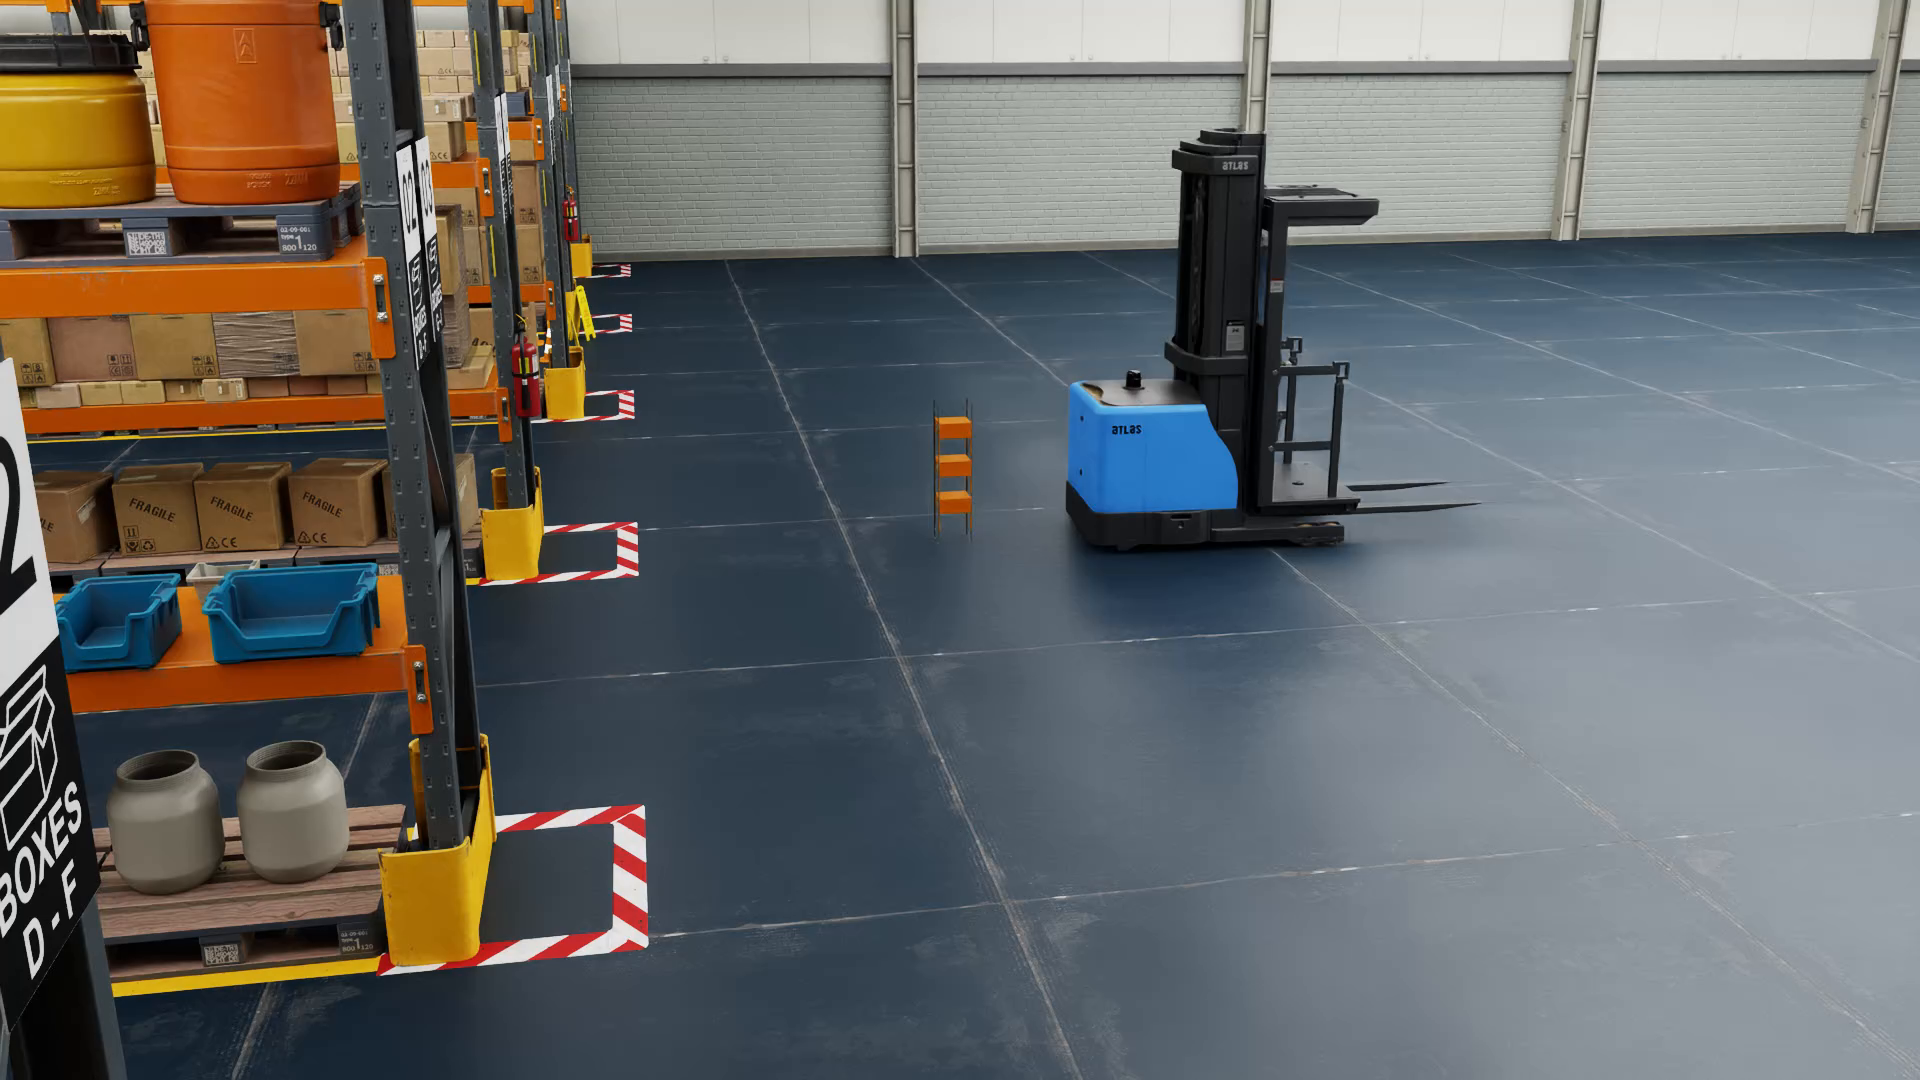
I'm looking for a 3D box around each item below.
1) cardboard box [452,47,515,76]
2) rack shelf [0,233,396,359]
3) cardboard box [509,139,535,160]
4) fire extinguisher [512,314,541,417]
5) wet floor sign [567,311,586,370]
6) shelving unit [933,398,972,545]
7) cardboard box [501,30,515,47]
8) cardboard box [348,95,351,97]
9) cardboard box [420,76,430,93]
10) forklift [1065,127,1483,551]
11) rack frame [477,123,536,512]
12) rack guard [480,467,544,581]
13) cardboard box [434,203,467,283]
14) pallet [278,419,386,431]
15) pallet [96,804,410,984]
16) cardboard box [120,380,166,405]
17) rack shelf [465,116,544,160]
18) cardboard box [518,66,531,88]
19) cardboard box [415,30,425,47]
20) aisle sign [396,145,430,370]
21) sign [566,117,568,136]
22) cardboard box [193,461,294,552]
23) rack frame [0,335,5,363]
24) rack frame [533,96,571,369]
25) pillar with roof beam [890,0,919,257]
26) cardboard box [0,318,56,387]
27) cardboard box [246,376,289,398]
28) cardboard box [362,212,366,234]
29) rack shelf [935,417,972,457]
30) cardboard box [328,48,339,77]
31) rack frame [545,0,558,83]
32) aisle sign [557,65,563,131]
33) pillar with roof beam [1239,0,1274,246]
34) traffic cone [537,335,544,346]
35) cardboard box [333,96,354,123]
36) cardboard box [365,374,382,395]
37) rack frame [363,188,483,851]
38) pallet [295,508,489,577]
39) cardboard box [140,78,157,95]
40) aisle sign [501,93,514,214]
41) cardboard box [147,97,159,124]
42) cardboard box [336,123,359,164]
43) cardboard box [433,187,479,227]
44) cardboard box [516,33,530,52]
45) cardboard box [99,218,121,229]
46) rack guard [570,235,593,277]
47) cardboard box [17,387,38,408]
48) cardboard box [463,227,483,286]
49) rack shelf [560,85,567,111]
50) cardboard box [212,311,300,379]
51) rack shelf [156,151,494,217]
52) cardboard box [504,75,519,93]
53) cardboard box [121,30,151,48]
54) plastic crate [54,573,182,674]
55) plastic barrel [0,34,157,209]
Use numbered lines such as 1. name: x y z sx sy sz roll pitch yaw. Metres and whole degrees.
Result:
1. cardboard box: -4.387 -4.413 15.325 0.500 0.250 0.500 -3 17 -10
2. rack shelf: -4.141 -0.883 6.195 4.000 0.370 1.077 -3 17 -10
3. cardboard box: -5.457 -4.766 20.339 0.500 0.500 0.700 -4 17 -12
4. fire extinguisher: -2.918 -1.169 11.141 0.183 0.674 0.296 -3 17 -10
5. wet floor sign: -4.306 -2.215 18.424 0.232 0.644 0.267 -6 18 -20
6. shelving unit: -0.053 -0.499 12.148 0.252 1.050 0.215 -3 17 -10
7. cardboard box: -4.225 -4.595 15.238 0.250 0.149 0.380 -3 17 -10
8. cardboard box: -3.929 -2.900 11.113 0.250 0.149 0.380 -4 17 -11
9. cardboard box: -4.969 -4.172 15.219 0.250 0.149 0.380 -3 17 -10
10. forklift: 2.373 -1.501 12.207 3.031 2.935 1.130 -2 17 -8
11. rack frame: -3.117 -1.332 11.541 0.127 3.000 1.000 -3 17 -10
12. rack guard: -3.192 -0.133 11.894 0.348 0.500 1.175 -3 17 -10
13. cardboard box: -3.709 -2.048 11.492 0.500 0.500 0.500 -3 17 -10
14. pallet: -5.925 -1.301 16.188 1.213 0.211 1.003 -3 17 -10
15. pallet: -3.042 1.490 7.101 1.213 0.211 1.003 -3 17 -10
16. cardboard box: -5.306 -1.002 10.894 0.250 0.149 0.380 -3 17 -10
17. rack shelf: -5.923 -3.746 15.517 4.000 0.370 1.077 -3 17 -10
18. cardboard box: -5.449 -5.587 20.034 0.500 0.250 0.500 -3 17 -11
19. cardboard box: -4.976 -4.552 15.099 0.250 0.149 0.380 -3 17 -10
20. aisle sign: -2.051 -1.066 6.245 0.004 0.787 0.394 -3 17 -10
21. sign: -5.853 -6.129 24.784 0.005 0.325 0.100 -3 17 -10
22. cardboard box: -4.932 -0.236 11.512 0.500 0.500 0.500 -2 17 -5
23. rack frame: -1.242 -1.344 1.362 0.127 3.000 1.000 -3 17 -10
24. rack frame: -3.959 -2.768 16.215 0.127 3.000 1.000 -3 17 -10
25. pillar with roof beam: -0.090 -7.802 22.387 0.400 9.000 9.100 -3 17 -10
26. cardboard box: -6.094 -1.325 10.838 0.500 0.500 0.875 -3 17 -10
27. cardboard box: -4.582 -1.063 11.090 0.250 0.149 0.380 -3 17 -10
28. cardboard box: -4.100 -1.869 10.908 0.500 0.500 0.500 -3 17 -10
29. rack shelf: -0.053 -0.760 12.068 0.240 0.259 0.215 -3 17 -10
30. cardboard box: -5.866 -4.330 15.054 0.500 0.250 0.500 -3 17 -10
31. rack frame: -4.997 -7.057 19.961 0.127 3.000 1.000 -3 17 -10
32. aisle sign: -4.995 -5.525 20.763 0.004 0.787 0.394 -3 17 -10
33. pillar with roof beam: 5.802 -8.136 23.475 0.400 9.000 9.100 -3 17 -10
34. traffic cone: -5.175 -2.581 19.926 0.334 0.463 0.336 -3 17 -10
35. cardboard box: -3.856 -2.752 10.631 0.250 0.149 0.380 -4 18 -13
36. cardboard box: -3.839 -1.094 11.194 0.250 0.149 0.380 -3 17 -10
37. rack frame: -2.178 0.095 6.892 0.127 3.000 1.000 -3 17 -10
38. pallet: -3.996 0.040 11.822 1.213 0.211 1.003 -3 17 -10
39. cardboard box: -7.211 -4.045 14.805 0.250 0.149 0.380 -3 17 -10
40. aisle sign: -3.113 -2.665 11.452 0.004 0.787 0.394 -3 17 -10
41. cardboard box: -5.148 -2.699 10.459 0.250 0.149 0.380 -3 17 -9
42. cardboard box: -4.032 -2.566 10.703 0.500 0.250 0.500 -3 17 -10
43. cardboard box: -4.853 -3.289 15.817 0.550 0.550 0.875 -3 17 -10
44. cardboard box: -6.331 -7.255 24.660 0.500 0.500 0.500 -3 17 -9
45. cardboard box: -5.573 -1.785 10.636 0.500 0.500 0.500 -3 17 -10
46. rack guard: -5.919 -4.426 25.872 0.348 0.500 1.175 -3 17 -10
47. cardboard box: -6.045 -0.964 10.768 0.250 0.149 0.380 -3 17 -10
48. cardboard box: -4.851 -2.769 15.962 0.550 0.550 0.875 -3 17 -10
49. rack shelf: -7.906 -6.599 24.803 4.000 0.370 1.077 -3 17 -10
50. cardboard box: -4.630 -1.422 11.155 0.500 0.500 0.875 -3 17 -10
51. rack shelf: -5.081 -2.311 10.843 4.000 0.370 1.077 -3 17 -10
52. cardboard box: -4.221 -4.214 15.356 0.250 0.149 0.380 -3 17 -11
53. cardboard box: -7.214 -4.425 14.687 0.250 0.149 0.380 -3 17 -11
54. plastic crate: -3.251 0.315 6.430 0.408 0.251 0.499 -3 17 -10
55. plastic barrel: -3.273 -1.529 6.037 0.600 0.588 0.600 0 17 0
